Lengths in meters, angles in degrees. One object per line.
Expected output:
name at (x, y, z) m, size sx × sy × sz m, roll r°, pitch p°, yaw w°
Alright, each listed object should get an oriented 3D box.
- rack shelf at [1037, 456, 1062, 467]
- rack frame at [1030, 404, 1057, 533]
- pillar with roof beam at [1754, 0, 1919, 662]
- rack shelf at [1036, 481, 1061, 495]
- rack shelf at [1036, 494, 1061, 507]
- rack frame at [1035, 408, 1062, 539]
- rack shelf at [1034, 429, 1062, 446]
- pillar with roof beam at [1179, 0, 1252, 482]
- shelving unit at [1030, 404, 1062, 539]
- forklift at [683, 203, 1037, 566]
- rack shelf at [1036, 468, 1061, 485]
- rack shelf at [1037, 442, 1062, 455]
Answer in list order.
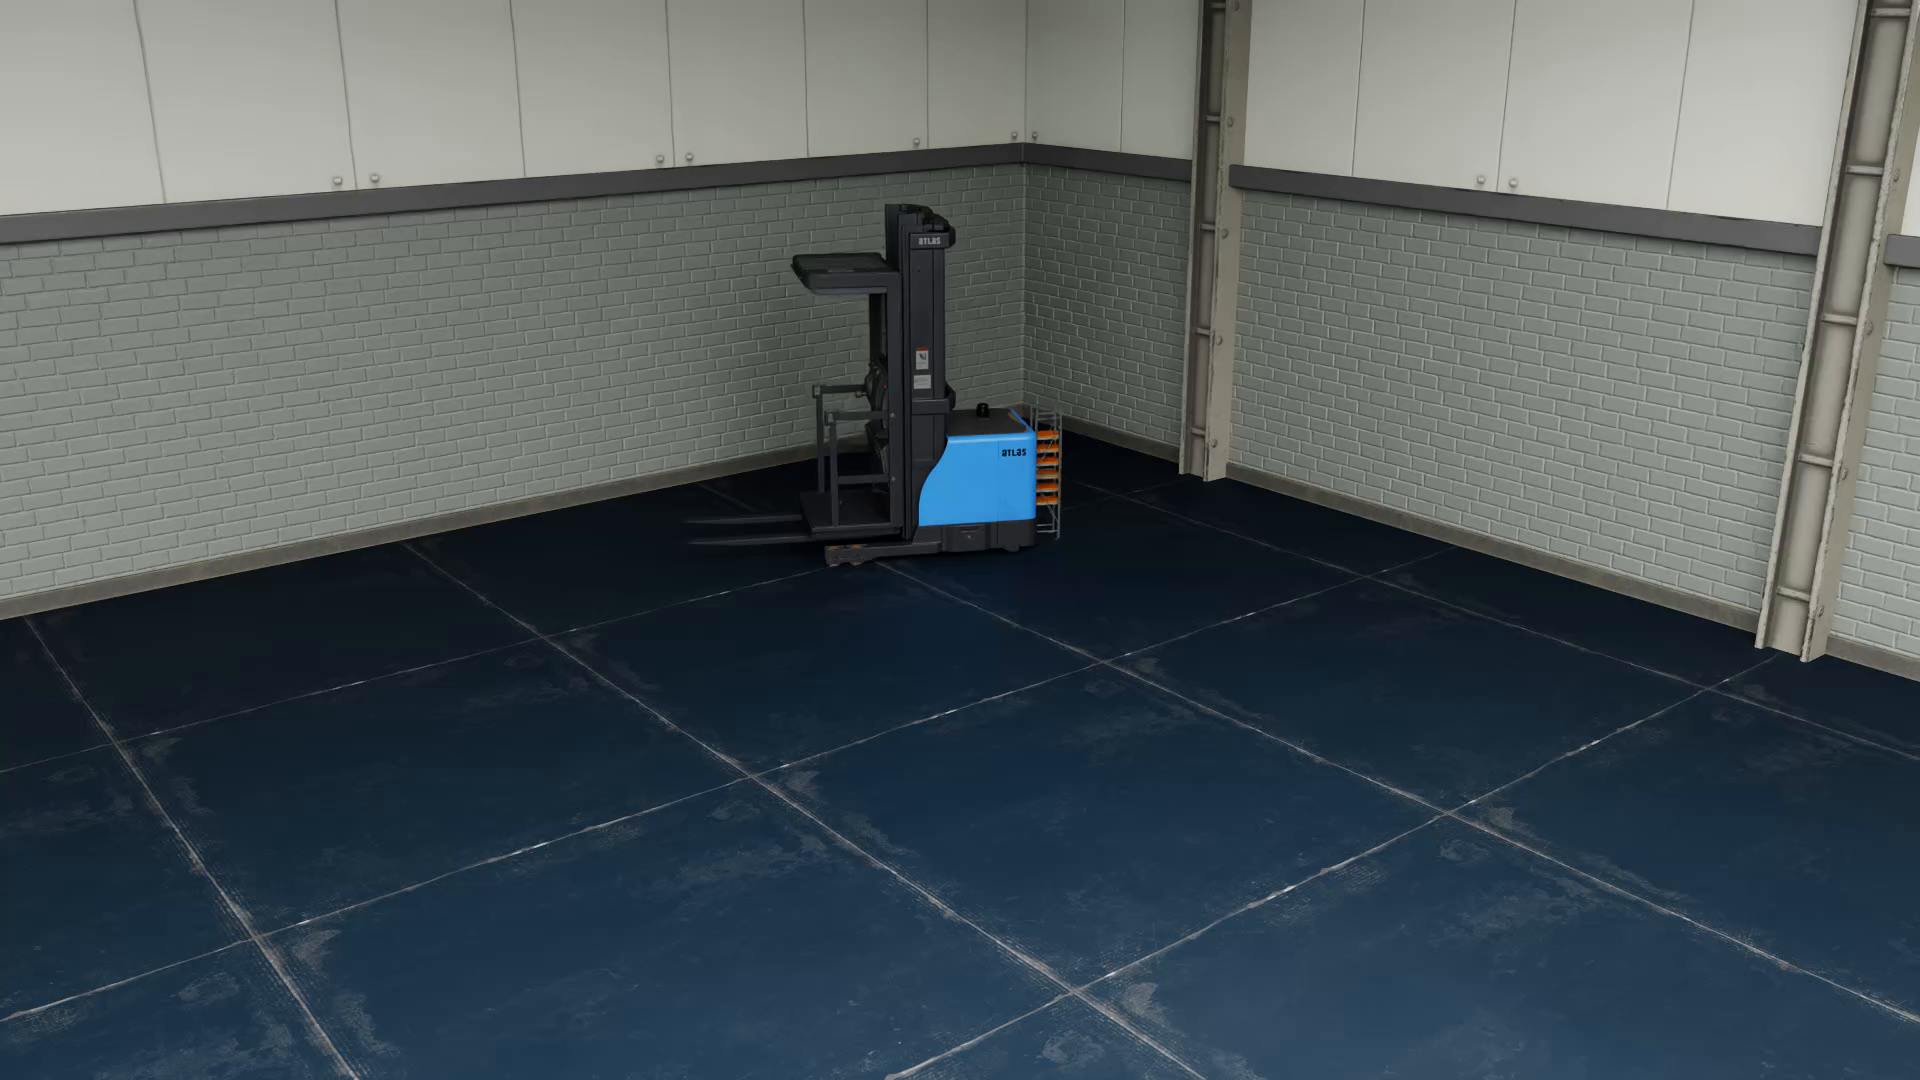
rack shelf at (0.754, -0.671, 14.738) m, size 0.258 × 0.103 × 0.180 m, roll -3°, pitch 19°, yaw -11°
rack frame at (0.737, -0.627, 14.847) m, size 0.240 × 1.200 × 0.006 m, roll -3°, pitch 19°, yaw -11°
pillar with roof beam at (2.814, -2.614, 8.443) m, size 9.100 × 9.000 × 0.400 m, roll -14°, pitch 23°, yaw -36°
rack shelf at (0.754, -0.443, 14.814) m, size 0.258 × 0.103 × 0.180 m, roll -3°, pitch 19°, yaw -11°
rack shelf at (0.754, -0.329, 14.851) m, size 0.258 × 0.103 × 0.180 m, roll -3°, pitch 19°, yaw -11°
rack frame at (0.772, -0.571, 14.677) m, size 0.240 × 1.200 × 0.006 m, roll -3°, pitch 19°, yaw -11°
rack shelf at (0.755, -0.899, 14.663) m, size 0.258 × 0.103 × 0.180 m, roll -3°, pitch 19°, yaw -11°
pillar with roof beam at (-0.912, -4.093, 12.907) m, size 9.100 × 9.000 × 0.400 m, roll -14°, pitch 23°, yaw -36°
shelving unit at (0.754, -0.599, 14.762) m, size 0.258 × 1.200 × 0.189 m, roll -3°, pitch 19°, yaw -11°
forklift at (-0.894, -1.346, 14.265) m, size 3.031 × 2.935 × 1.130 m, roll -4°, pitch 19°, yaw -11°
rack shelf at (0.754, -0.557, 14.776) m, size 0.258 × 0.103 × 0.180 m, roll -3°, pitch 19°, yaw -11°
rack shelf at (0.755, -0.785, 14.701) m, size 0.258 × 0.103 × 0.180 m, roll -3°, pitch 19°, yaw -11°
